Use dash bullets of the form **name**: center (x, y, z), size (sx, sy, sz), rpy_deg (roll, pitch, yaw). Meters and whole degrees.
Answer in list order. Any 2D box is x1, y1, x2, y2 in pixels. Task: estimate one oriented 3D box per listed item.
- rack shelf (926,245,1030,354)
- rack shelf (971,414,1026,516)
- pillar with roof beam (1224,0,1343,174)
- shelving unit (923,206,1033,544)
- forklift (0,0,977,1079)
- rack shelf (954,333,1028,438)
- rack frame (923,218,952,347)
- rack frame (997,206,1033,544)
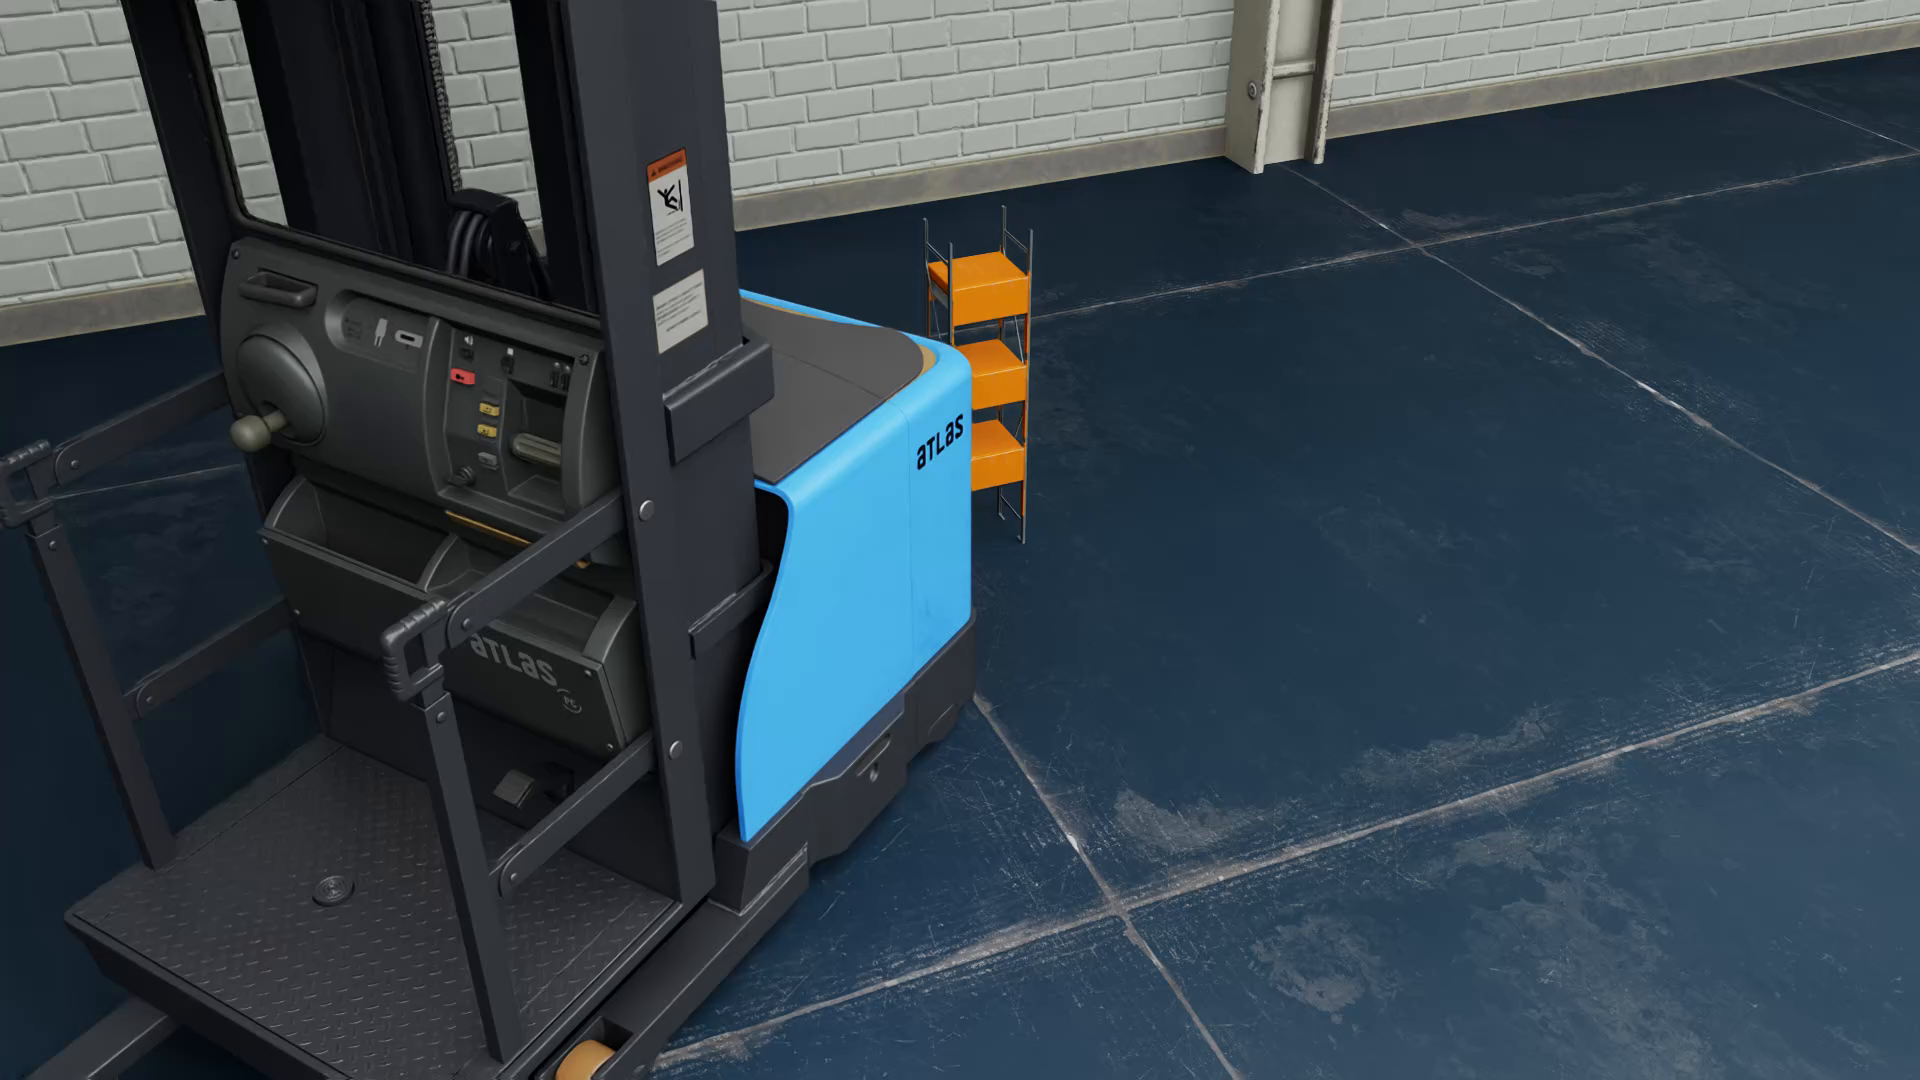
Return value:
- **rack shelf**: center (0.049, -0.680, 4.832), size (0.240, 0.259, 0.215), rpy_deg (-13, 35, -19)
- **rack shelf**: center (0.049, -0.210, 5.138), size (0.240, 0.259, 0.215), rpy_deg (-13, 35, -19)
- **pillar with roof beam**: center (3.190, -3.473, 2.337), size (0.400, 9.000, 9.100), rpy_deg (-13, 35, -19)
- **shelving unit**: center (0.049, -0.451, 4.981), size (0.252, 1.050, 0.215), rpy_deg (-13, 35, -19)
- **forklift**: center (-1.140, -0.231, 2.917), size (1.130, 2.935, 3.031), rpy_deg (18, 37, 25)
- **rack shelf**: center (0.049, -0.442, 4.987), size (0.240, 0.259, 0.215), rpy_deg (-13, 35, -19)
- **rack frame**: center (-0.063, -0.426, 4.941), size (0.008, 1.050, 0.200), rpy_deg (-13, 35, -19)
- **rack frame**: center (0.162, -0.477, 5.021), size (0.008, 1.050, 0.200), rpy_deg (-13, 35, -19)
